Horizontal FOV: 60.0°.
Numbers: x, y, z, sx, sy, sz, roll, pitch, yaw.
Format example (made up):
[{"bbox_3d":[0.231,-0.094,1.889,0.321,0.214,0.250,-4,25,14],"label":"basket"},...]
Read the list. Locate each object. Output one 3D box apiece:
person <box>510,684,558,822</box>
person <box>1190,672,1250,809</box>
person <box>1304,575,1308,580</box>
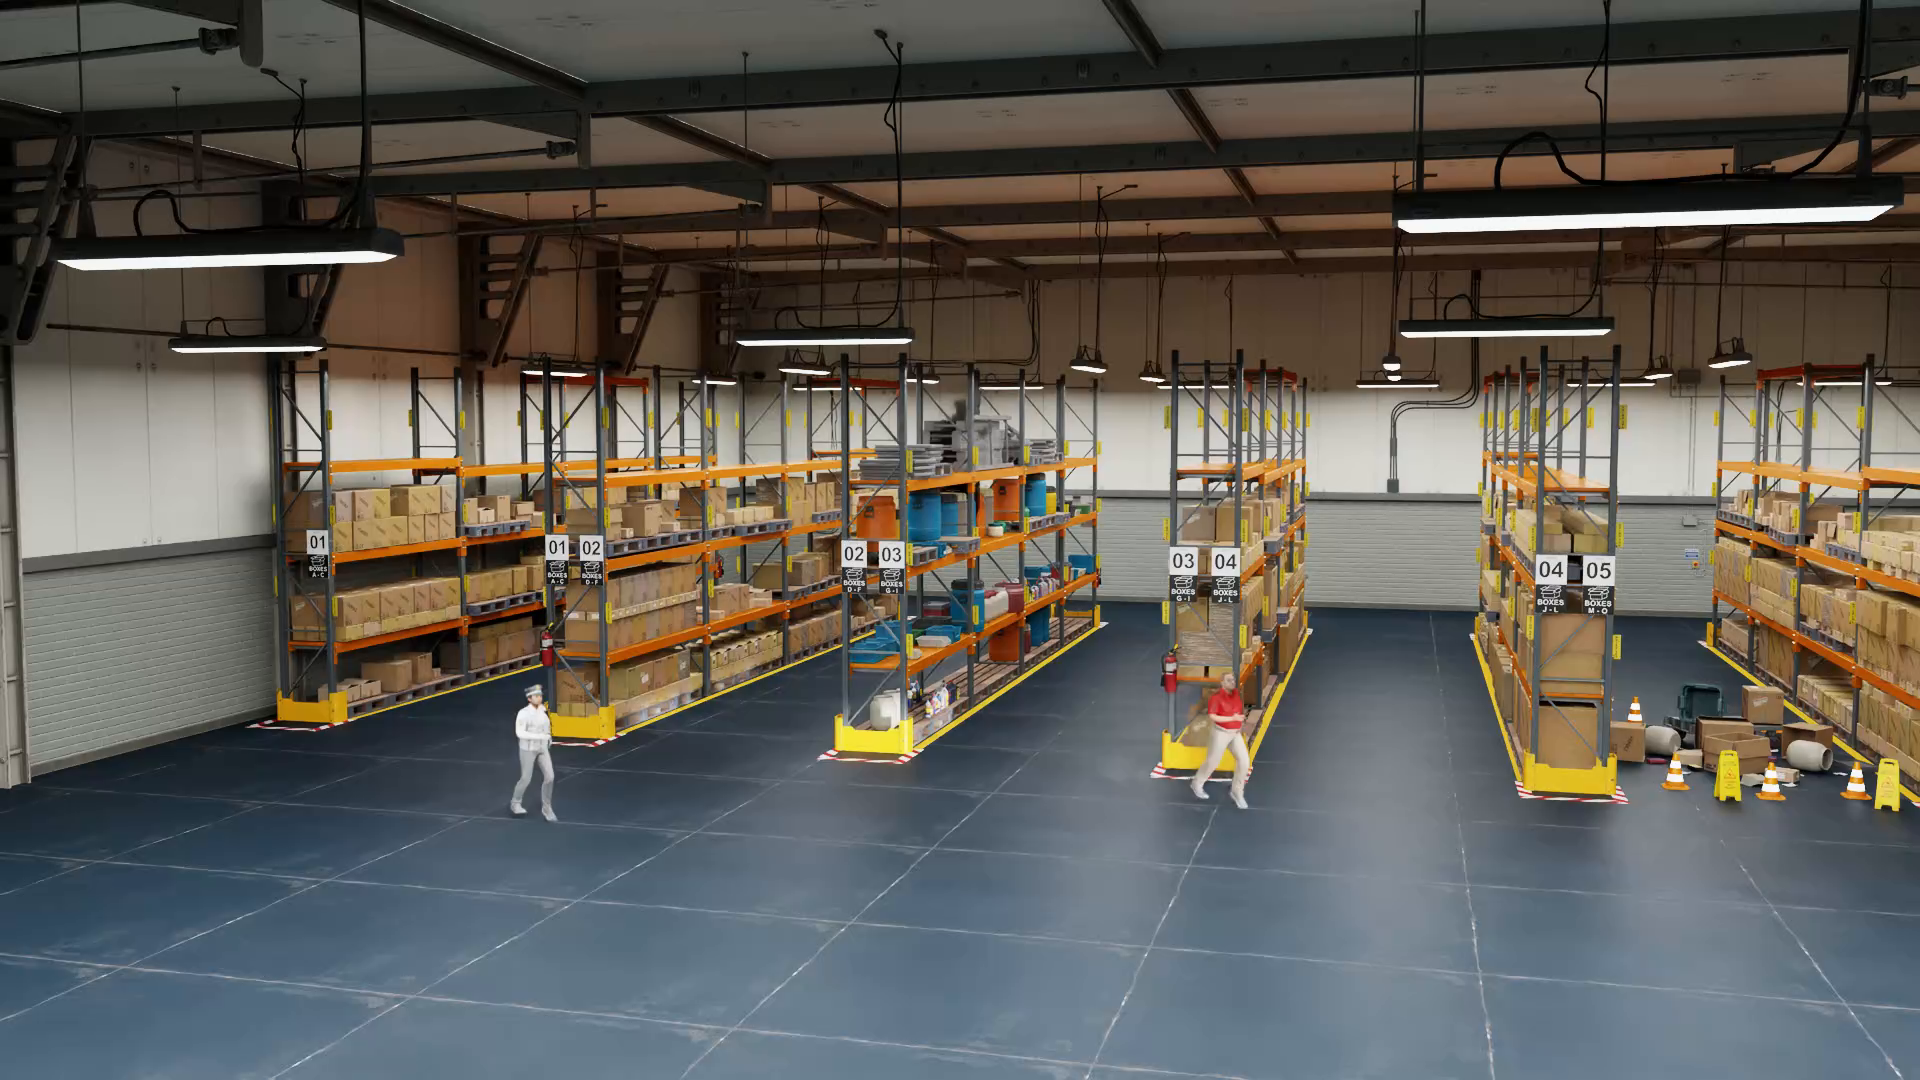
[{"bbox_3d":[-5.336,2.675,20.836,0.739,1.770,0.631,3,5,35],"label":"person"},{"bbox_3d":[3.444,2.597,21.675,0.672,1.785,0.924,-3,5,-32],"label":"person"},{"bbox_3d":[8.143,1.222,40.573,0.679,1.821,0.704,2,5,28],"label":"person"}]
